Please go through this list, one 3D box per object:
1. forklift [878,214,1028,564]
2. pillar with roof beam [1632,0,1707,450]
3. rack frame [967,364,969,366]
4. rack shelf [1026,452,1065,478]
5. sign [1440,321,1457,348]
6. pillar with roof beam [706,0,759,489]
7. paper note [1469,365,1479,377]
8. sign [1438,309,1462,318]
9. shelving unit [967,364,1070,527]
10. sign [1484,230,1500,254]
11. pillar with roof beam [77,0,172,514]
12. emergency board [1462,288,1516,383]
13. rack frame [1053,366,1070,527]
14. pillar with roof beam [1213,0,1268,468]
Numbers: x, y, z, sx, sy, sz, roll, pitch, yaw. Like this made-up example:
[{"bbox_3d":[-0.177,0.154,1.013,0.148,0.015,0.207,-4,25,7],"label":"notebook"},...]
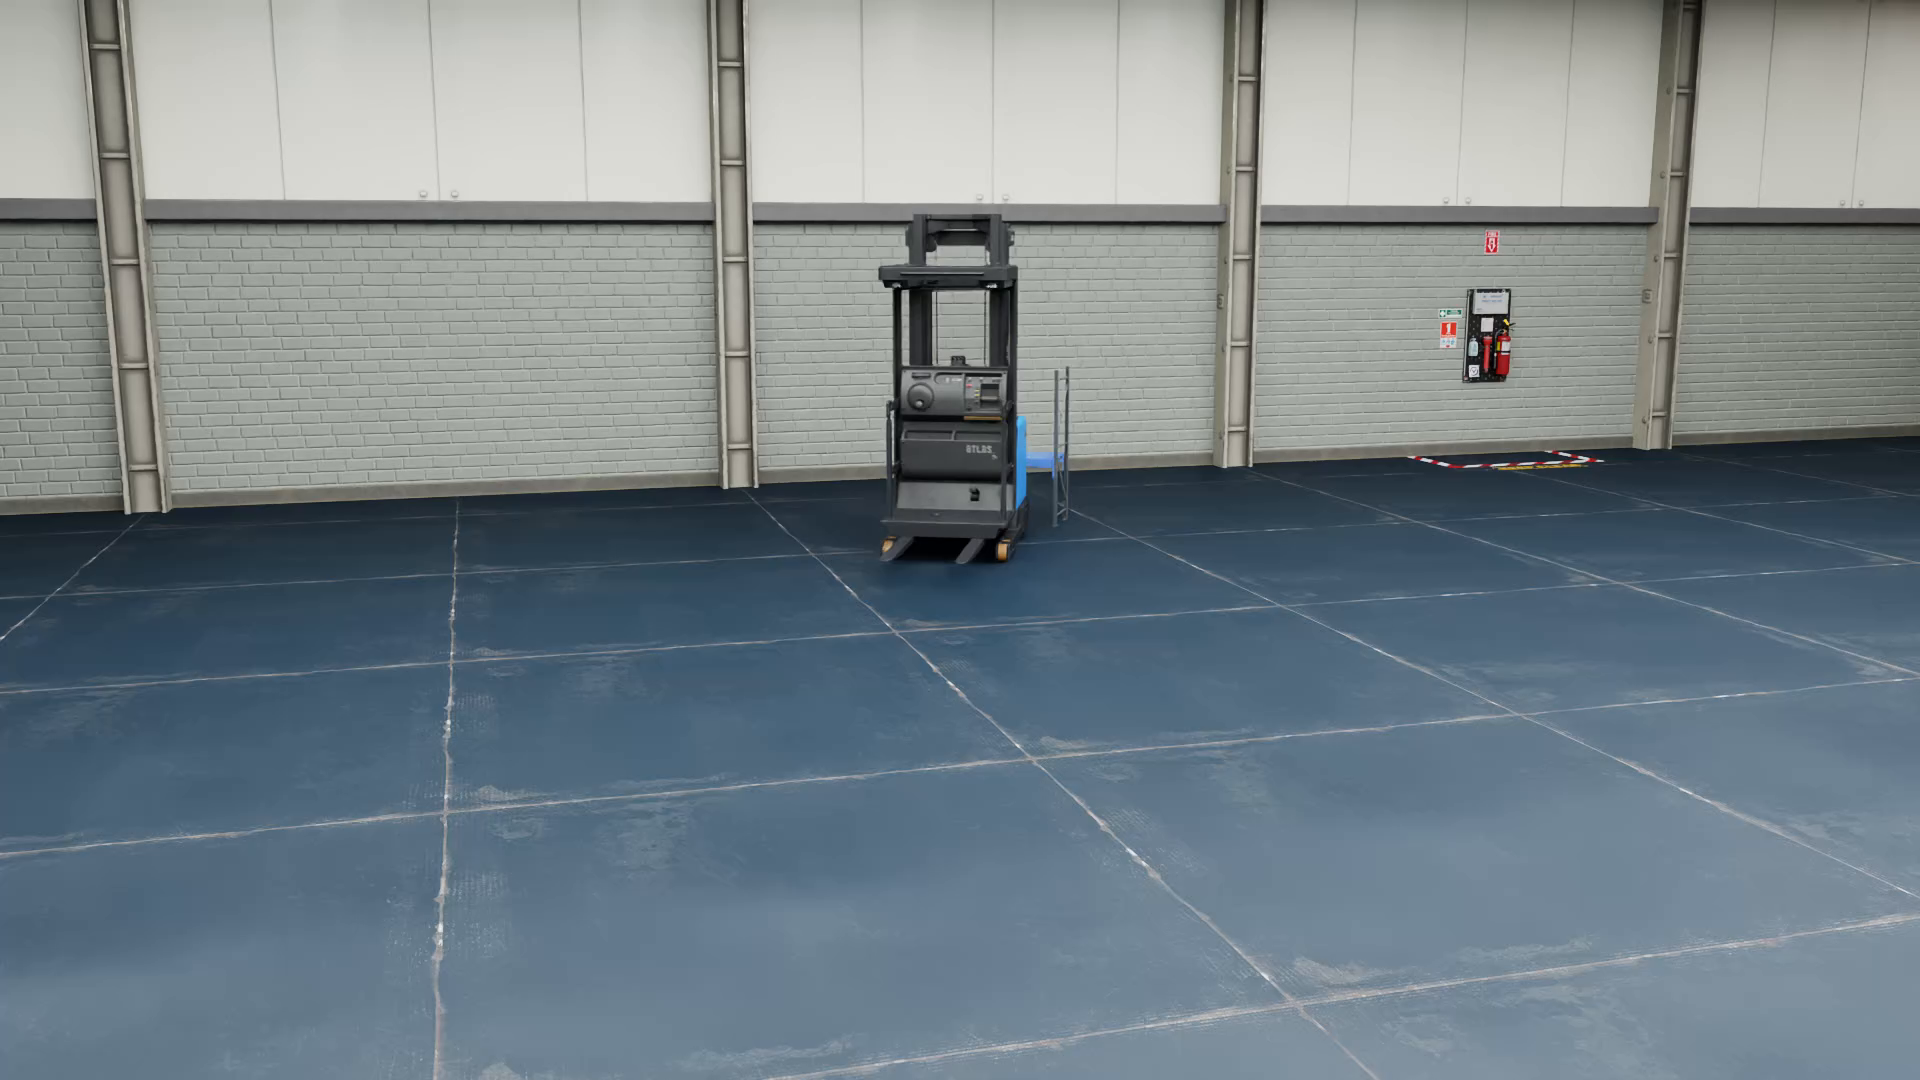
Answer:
[{"bbox_3d":[-0.081,-1.319,14.319,1.130,2.935,3.031,2,11,8],"label":"forklift"},{"bbox_3d":[10.265,-4.883,16.920,0.400,9.000,9.100,-3,11,-16],"label":"pillar with roof beam"},{"bbox_3d":[0.004,-0.959,16.318,0.032,1.500,0.500,3,11,16],"label":"rack frame"},{"bbox_3d":[0.491,-0.756,16.206,1.000,0.185,0.538,3,11,16],"label":"rack shelf"},{"bbox_3d":[6.119,-2.570,20.827,0.234,0.329,0.001,-3,11,-16],"label":"sign"},{"bbox_3d":[-1.257,-4.276,13.621,0.400,9.000,9.100,-3,11,-16],"label":"pillar with roof beam"},{"bbox_3d":[6.489,-2.132,20.981,0.142,0.148,0.016,-3,11,-16],"label":"paper note"},{"bbox_3d":[6.126,-2.829,20.772,0.331,0.109,0.001,-3,11,-16],"label":"sign"},{"bbox_3d":[0.491,-0.933,16.174,1.048,1.500,0.538,3,11,16],"label":"shelving unit"},{"bbox_3d":[6.643,-3.719,20.767,0.199,0.298,0.001,-3,11,-16],"label":"sign"},{"bbox_3d":[-7.017,-3.972,11.972,0.400,9.000,9.100,-3,11,-16],"label":"pillar with roof beam"},{"bbox_3d":[6.679,-2.563,20.885,0.643,1.169,0.194,-3,11,-16],"label":"emergency board"},{"bbox_3d":[0.977,-0.906,16.030,0.032,1.500,0.500,3,11,16],"label":"rack frame"},{"bbox_3d":[4.504,-4.579,15.270,0.400,9.000,9.100,-3,11,-16],"label":"pillar with roof beam"}]
